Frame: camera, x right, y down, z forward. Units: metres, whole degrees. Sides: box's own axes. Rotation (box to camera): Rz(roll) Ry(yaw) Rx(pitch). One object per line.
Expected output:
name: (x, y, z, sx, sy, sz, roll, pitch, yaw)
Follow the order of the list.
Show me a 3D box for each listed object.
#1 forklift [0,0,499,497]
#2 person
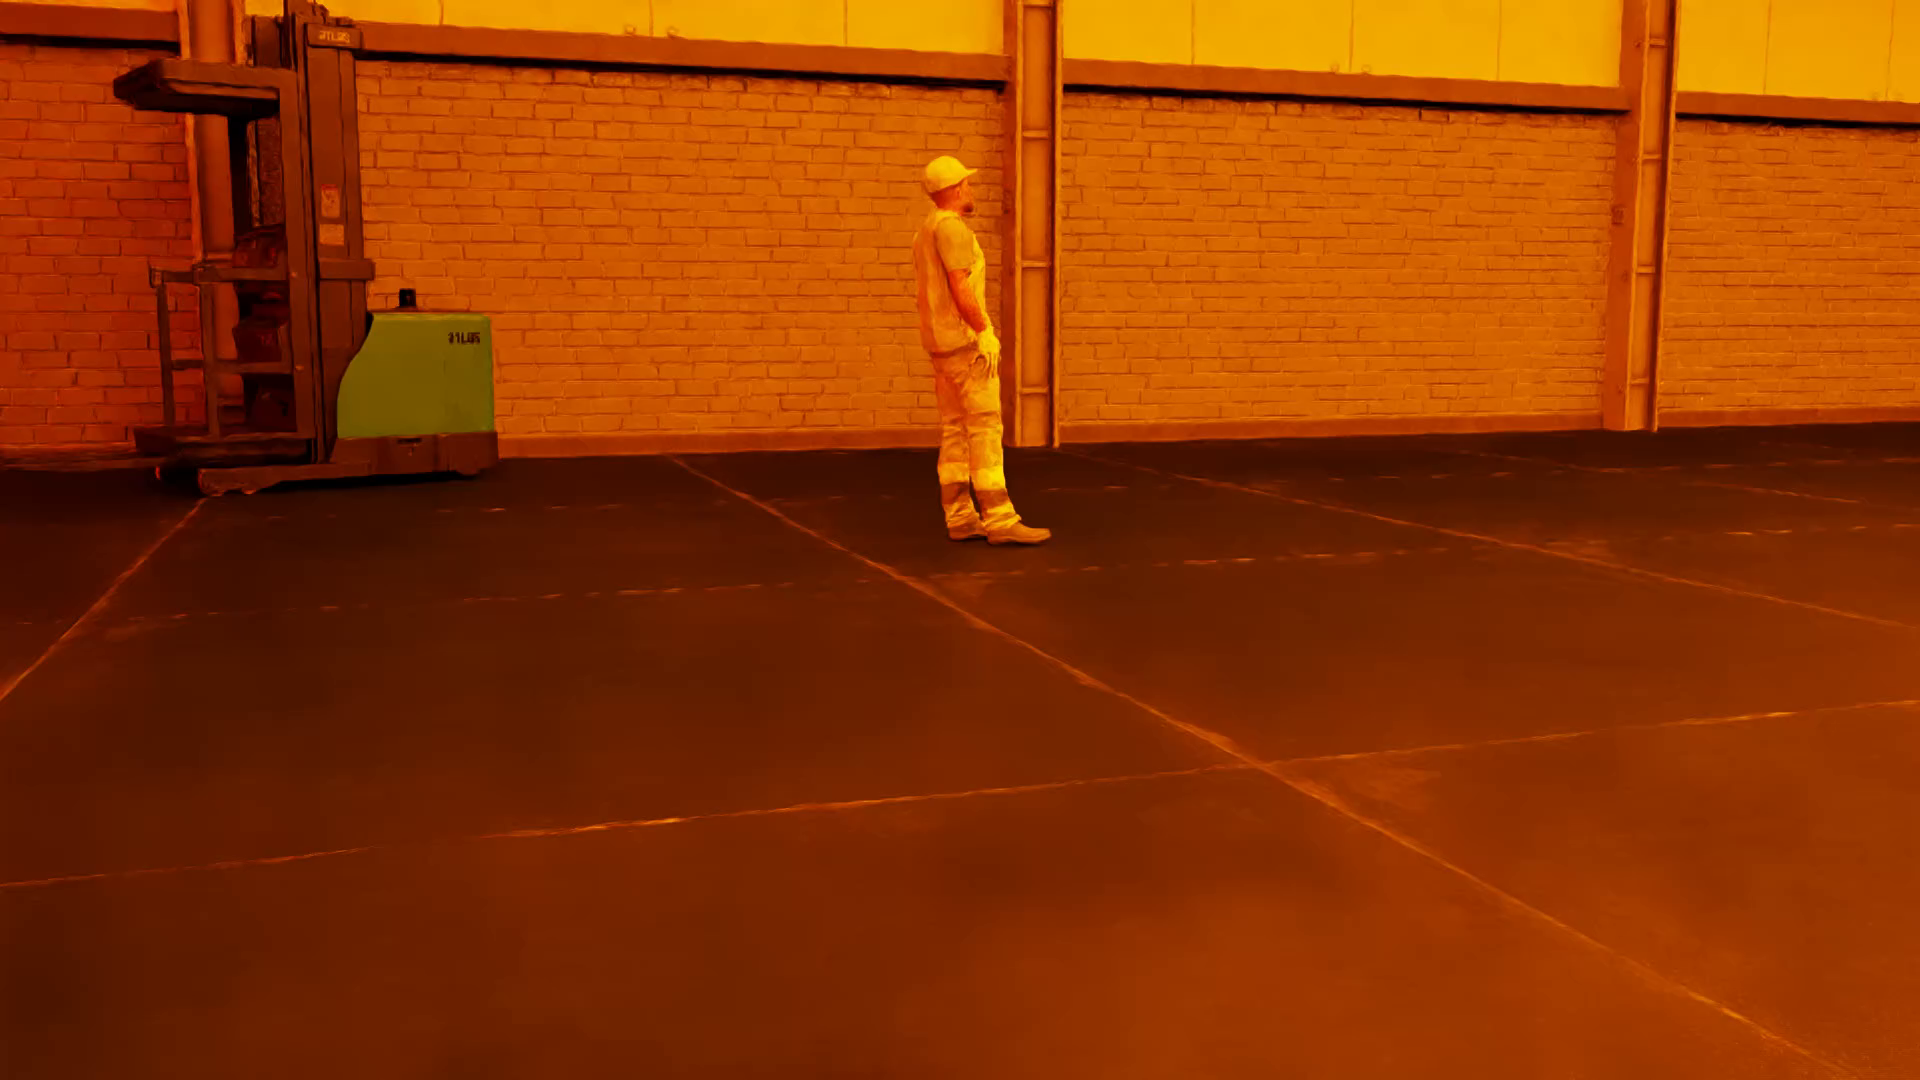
forklift: (-4.501, -1.788, 10.194, 3.031, 2.935, 1.130, -6, 10, -38)
person: (0.080, -0.896, 7.817, 0.563, 1.787, 0.637, -3, 8, -18)
